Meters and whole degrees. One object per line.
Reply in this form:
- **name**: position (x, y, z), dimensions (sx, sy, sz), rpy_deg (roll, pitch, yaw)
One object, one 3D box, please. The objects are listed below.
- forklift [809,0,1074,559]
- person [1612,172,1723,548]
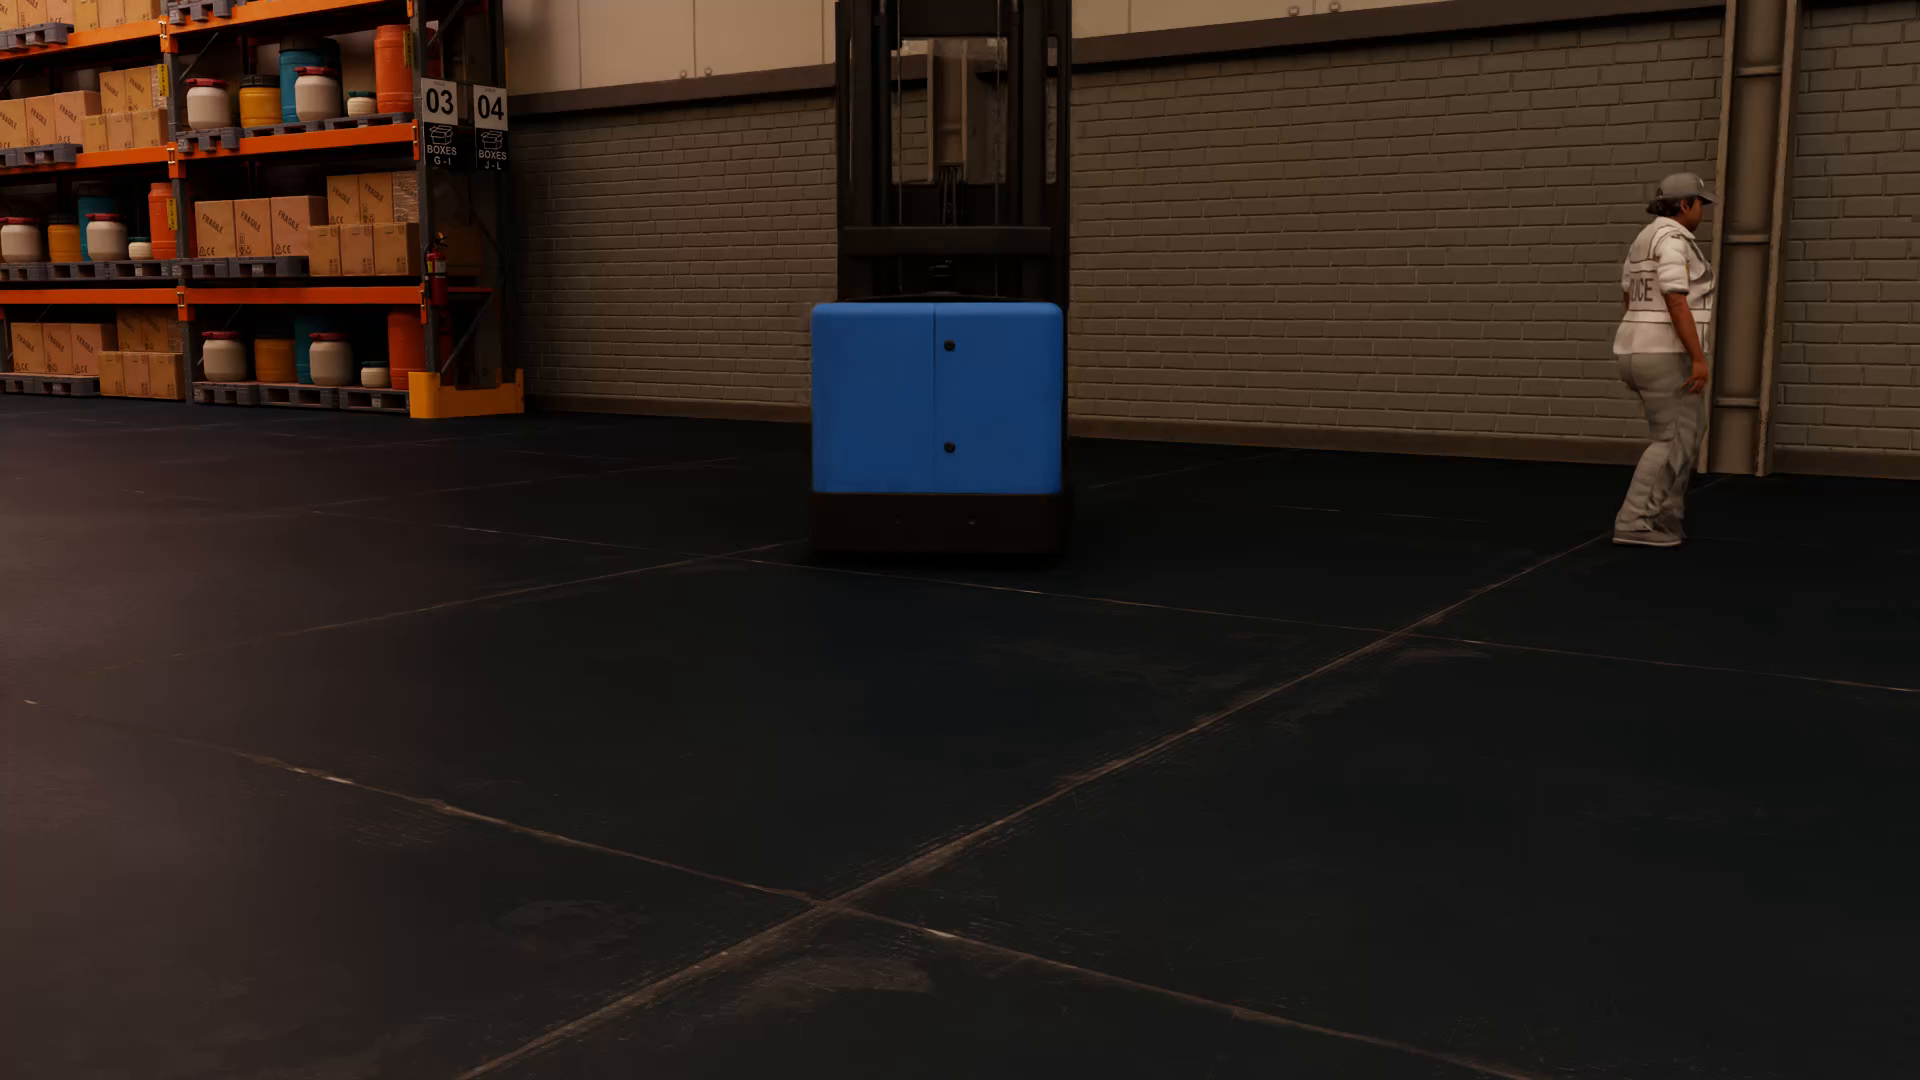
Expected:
- **forklift**: position (-0.017, -1.541, 8.031), dimensions (1.130, 2.935, 3.031), rpy_deg (0, 8, 3)
- **person**: position (3.159, -0.763, 7.397), dimensions (0.481, 1.714, 0.589), rpy_deg (1, 8, 4)
